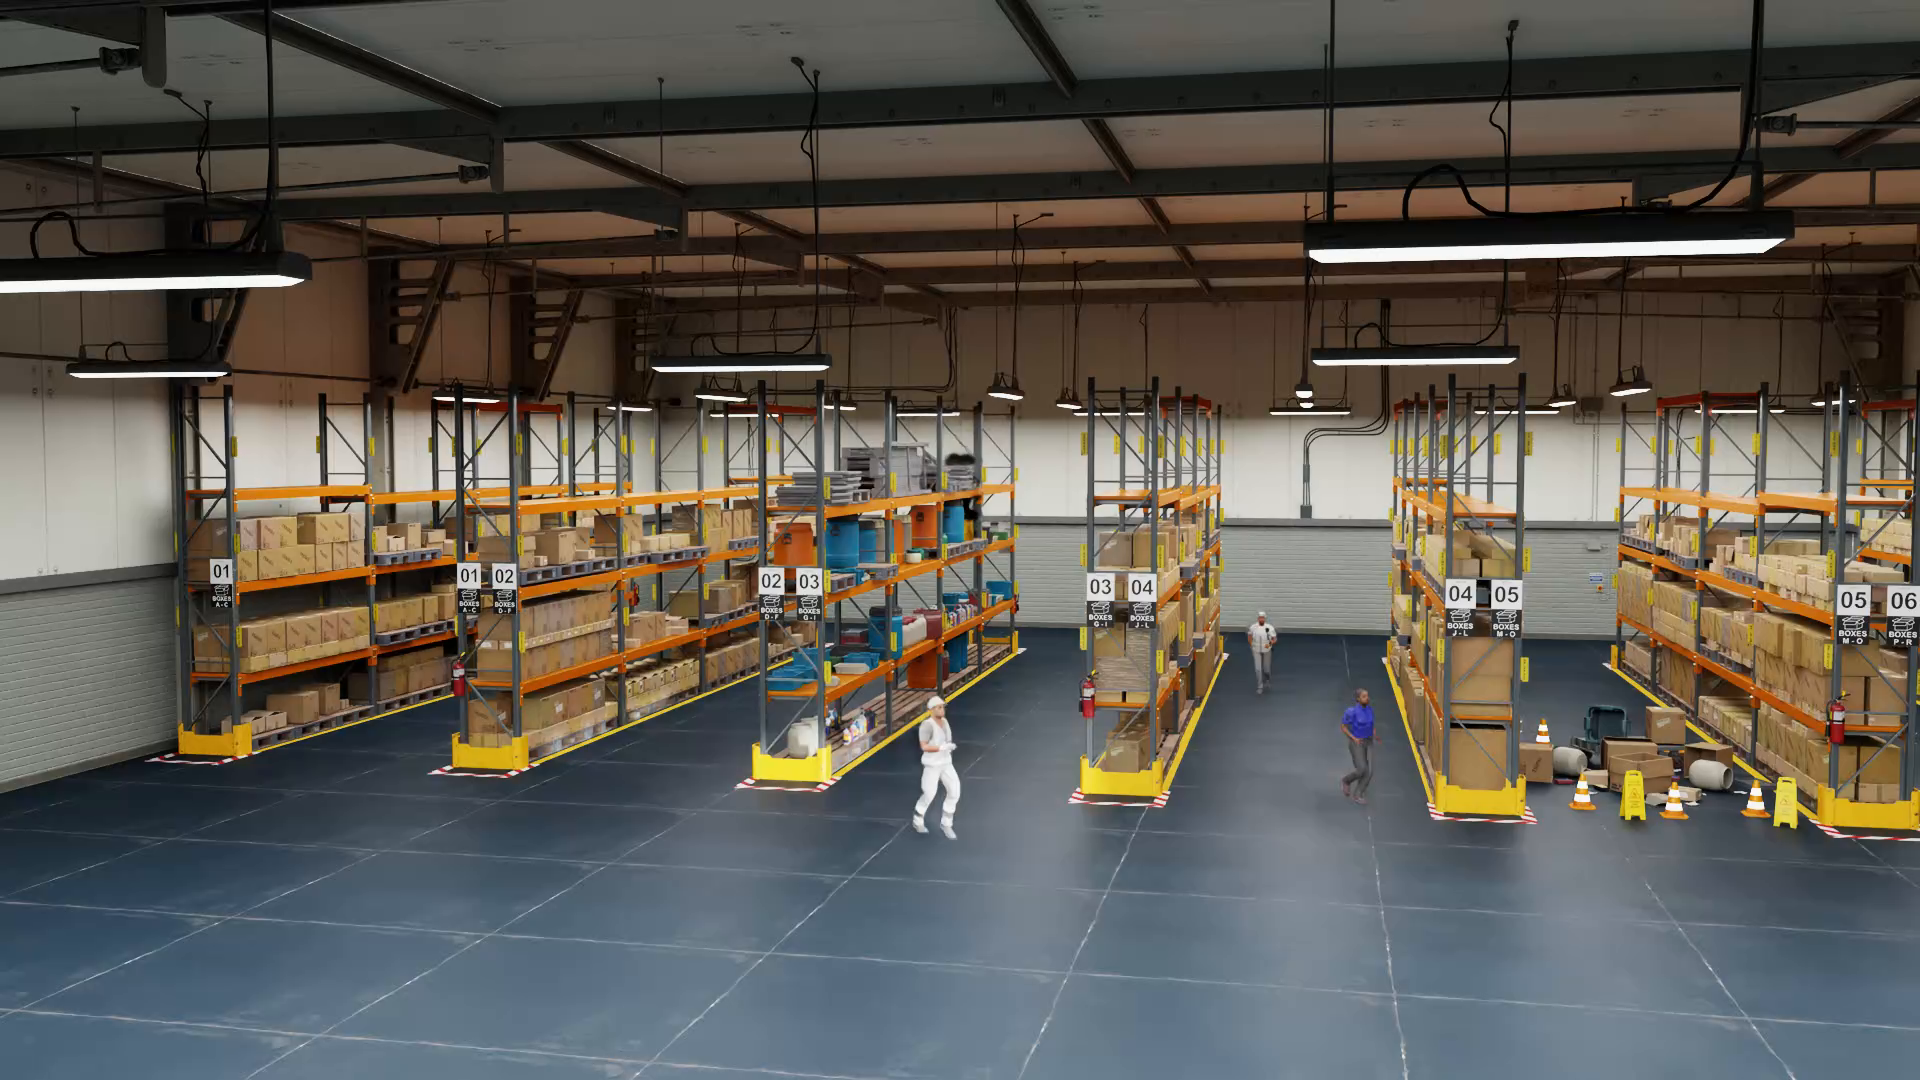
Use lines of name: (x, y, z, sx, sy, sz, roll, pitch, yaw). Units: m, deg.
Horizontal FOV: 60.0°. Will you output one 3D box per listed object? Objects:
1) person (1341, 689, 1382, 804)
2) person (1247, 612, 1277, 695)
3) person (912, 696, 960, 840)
person: (5.635, 2.888, 23.364, 0.555, 1.609, 0.549, -2, 4, -26)
person: (6.149, 2.286, 33.913, 0.613, 1.660, 0.726, 1, 3, 15)
person: (-0.295, 2.919, 21.244, 0.776, 1.851, 0.665, 3, 4, 44)
